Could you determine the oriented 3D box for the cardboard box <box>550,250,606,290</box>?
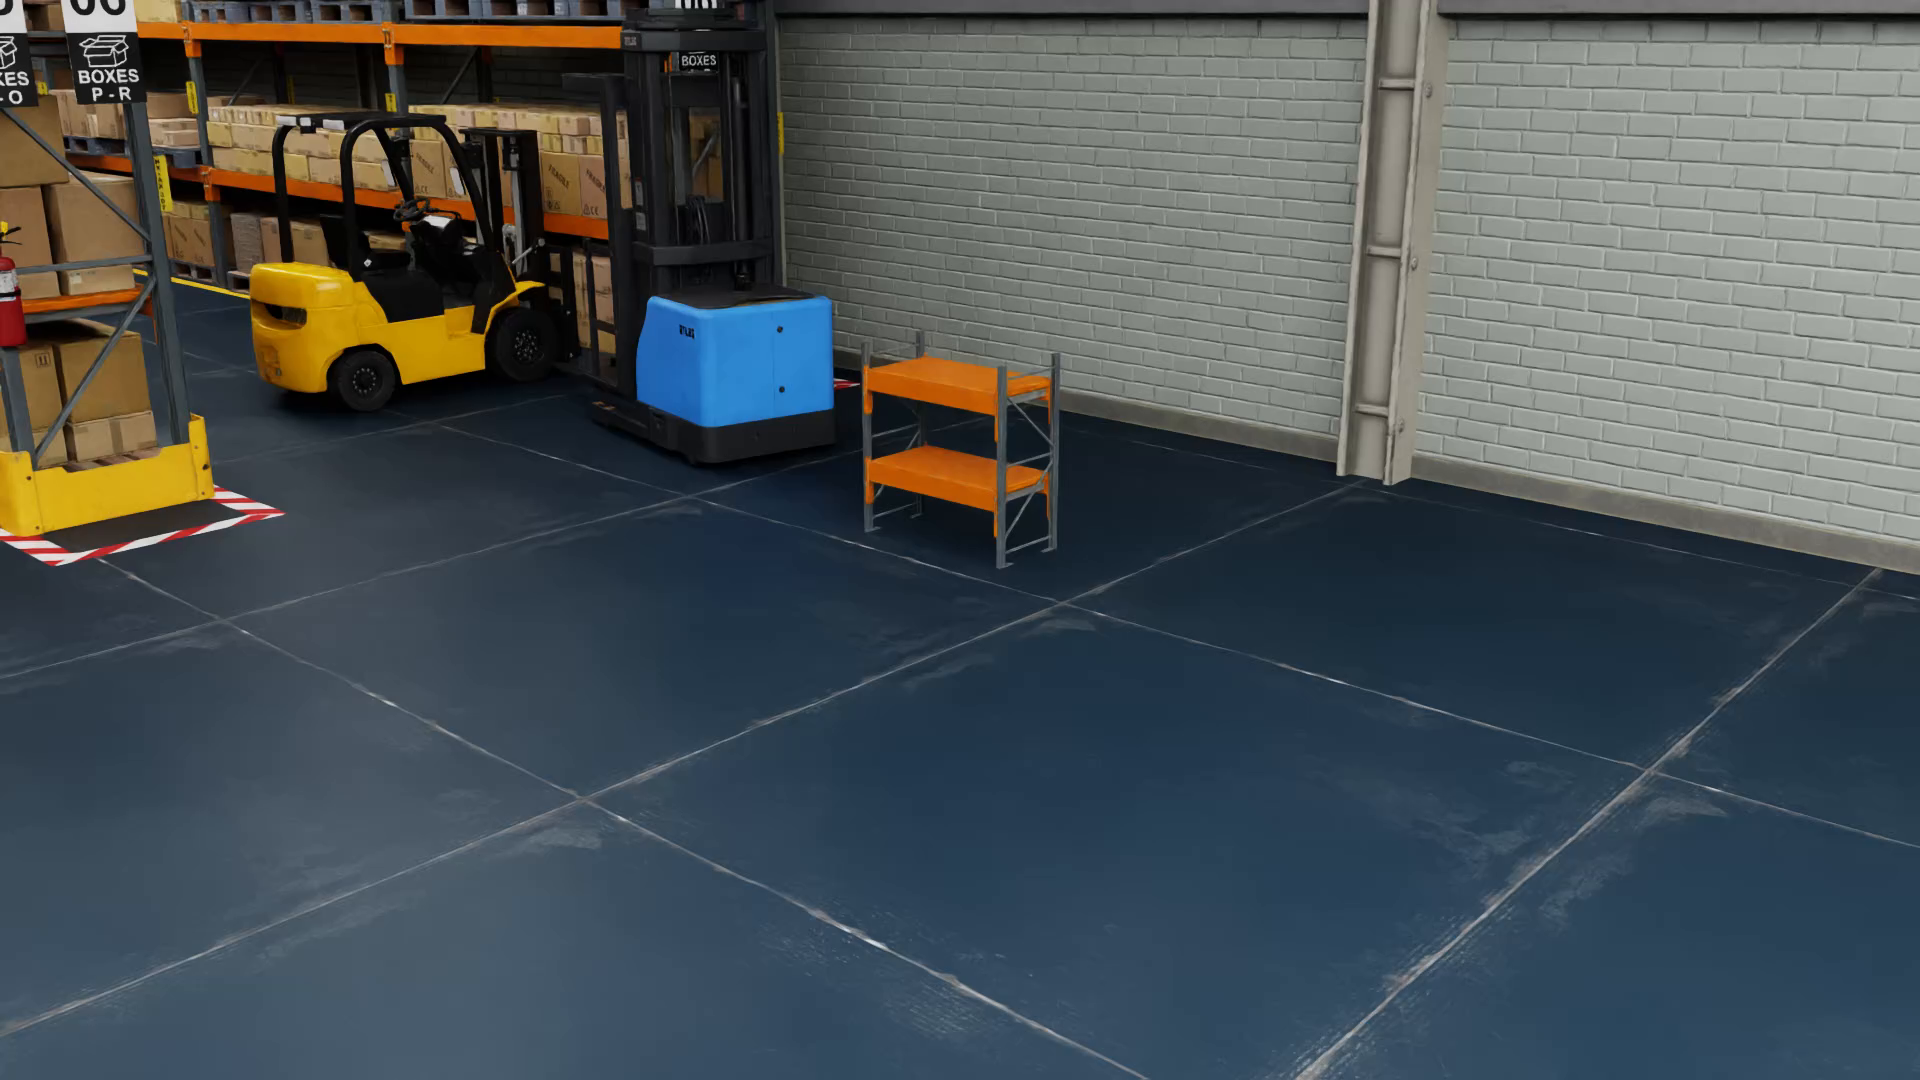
[{"bbox_3d":[-3.160,-2.304,14.111,0.500,0.250,0.500,15,23,40],"label":"cardboard box"}]

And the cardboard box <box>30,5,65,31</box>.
[{"bbox_3d":[-5.164,-3.042,9.694,0.250,0.149,0.380,15,23,39],"label":"cardboard box"}]

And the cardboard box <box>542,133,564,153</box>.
[{"bbox_3d":[-3.260,-3.331,13.910,0.250,0.149,0.380,15,23,40],"label":"cardboard box"}]

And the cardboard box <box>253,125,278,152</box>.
[{"bbox_3d":[-6.900,-4.134,17.101,0.500,0.250,0.500,14,23,38],"label":"cardboard box"}]

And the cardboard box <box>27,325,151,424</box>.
[{"bbox_3d":[-5.569,-1.068,10.629,0.500,0.500,0.500,14,22,37],"label":"cardboard box"}]

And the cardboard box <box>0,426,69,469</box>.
[{"bbox_3d":[-5.932,-0.588,10.356,0.500,0.250,0.500,15,23,39],"label":"cardboard box"}]

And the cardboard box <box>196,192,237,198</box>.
[{"bbox_3d":[-8.795,-4.023,19.696,0.250,0.149,0.380,14,23,38],"label":"cardboard box"}]

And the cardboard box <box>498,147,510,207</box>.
[{"bbox_3d":[-3.892,-3.216,14.621,0.500,0.500,0.500,15,23,39],"label":"cardboard box"}]

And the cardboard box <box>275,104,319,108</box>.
[{"bbox_3d":[-7.175,-4.632,18.010,0.250,0.149,0.380,16,23,41],"label":"cardboard box"}]

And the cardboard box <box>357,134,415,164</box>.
[{"bbox_3d":[-5.368,-3.726,15.816,0.500,0.250,0.500,14,23,38],"label":"cardboard box"}]

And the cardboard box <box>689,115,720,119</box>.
[{"bbox_3d":[-2.106,-3.397,13.629,0.250,0.149,0.380,16,24,41],"label":"cardboard box"}]

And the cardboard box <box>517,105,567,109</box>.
[{"bbox_3d":[-3.796,-3.876,15.135,0.250,0.149,0.380,14,23,38],"label":"cardboard box"}]

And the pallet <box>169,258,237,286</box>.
[{"bbox_3d":[-8.356,-3.151,19.192,1.213,0.211,1.003,15,23,39],"label":"pallet"}]

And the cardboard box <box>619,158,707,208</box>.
[{"bbox_3d":[-2.382,-2.803,13.318,0.500,0.500,0.500,14,23,38],"label":"cardboard box"}]

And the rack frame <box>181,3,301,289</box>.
[{"bbox_3d":[-7.823,-4.322,18.271,0.127,3.000,1.000,15,23,39],"label":"rack frame"}]

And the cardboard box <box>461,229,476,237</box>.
[{"bbox_3d":[-4.677,-2.717,15.411,0.500,0.250,0.500,15,23,38],"label":"cardboard box"}]

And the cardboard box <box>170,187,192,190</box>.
[{"bbox_3d":[-9.581,-4.223,20.325,0.250,0.149,0.380,16,24,41],"label":"cardboard box"}]

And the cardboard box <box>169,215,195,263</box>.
[{"bbox_3d":[-8.649,-3.470,19.024,0.500,0.500,0.500,15,23,38],"label":"cardboard box"}]

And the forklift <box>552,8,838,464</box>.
[{"bbox_3d":[-2.118,-2.289,11.979,1.130,2.935,3.031,-12,21,-34],"label":"forklift"}]

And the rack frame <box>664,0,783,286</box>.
[{"bbox_3d":[-1.839,-2.716,13.209,0.127,3.000,1.000,15,23,39],"label":"rack frame"}]

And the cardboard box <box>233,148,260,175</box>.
[{"bbox_3d":[-7.280,-4.004,17.517,0.500,0.250,0.500,14,23,38],"label":"cardboard box"}]

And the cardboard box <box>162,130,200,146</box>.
[{"bbox_3d":[-8.569,-4.447,18.387,0.250,0.149,0.380,16,23,40],"label":"cardboard box"}]

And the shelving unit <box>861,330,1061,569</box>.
[{"bbox_3d":[-0.005,-0.538,9.446,1.048,1.125,0.538,15,23,39],"label":"shelving unit"}]

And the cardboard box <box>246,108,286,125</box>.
[{"bbox_3d":[-7.166,-4.399,17.277,0.250,0.149,0.380,15,23,40],"label":"cardboard box"}]

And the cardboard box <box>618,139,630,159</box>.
[{"bbox_3d":[-2.495,-3.123,13.256,0.250,0.149,0.380,16,23,40],"label":"cardboard box"}]

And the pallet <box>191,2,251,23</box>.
[{"bbox_3d":[-7.256,-5.545,17.480,1.003,0.211,1.213,16,24,42],"label":"pallet"}]

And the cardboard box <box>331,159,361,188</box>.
[{"bbox_3d":[-5.761,-3.589,16.209,0.500,0.250,0.500,15,23,39],"label":"cardboard box"}]

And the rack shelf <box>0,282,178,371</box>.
[{"bbox_3d":[-6.627,-1.650,11.043,4.000,0.370,1.077,15,23,39],"label":"rack shelf"}]

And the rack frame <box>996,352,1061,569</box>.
[{"bbox_3d":[0.375,-0.435,9.124,0.032,1.125,0.500,15,23,39],"label":"rack frame"}]

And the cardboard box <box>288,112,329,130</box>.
[{"bbox_3d":[-6.459,-4.179,16.584,0.250,0.149,0.380,14,23,38],"label":"cardboard box"}]

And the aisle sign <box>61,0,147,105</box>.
[{"bbox_3d":[-4.879,-2.889,9.457,0.004,0.787,0.394,15,23,39],"label":"aisle sign"}]

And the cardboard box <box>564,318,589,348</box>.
[{"bbox_3d":[-3.134,-1.832,14.278,0.500,0.250,0.500,15,23,40],"label":"cardboard box"}]

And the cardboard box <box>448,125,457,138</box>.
[{"bbox_3d":[-4.359,-3.654,14.930,0.250,0.149,0.380,15,23,39],"label":"cardboard box"}]

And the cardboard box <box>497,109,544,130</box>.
[{"bbox_3d":[-3.773,-3.645,14.410,0.250,0.149,0.380,15,23,39],"label":"cardboard box"}]

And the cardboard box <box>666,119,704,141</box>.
[{"bbox_3d":[-2.247,-3.238,13.128,0.250,0.149,0.380,15,23,39],"label":"cardboard box"}]

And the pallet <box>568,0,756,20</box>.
[{"bbox_3d":[-2.351,-4.251,13.235,1.213,0.211,1.003,15,23,39],"label":"pallet"}]

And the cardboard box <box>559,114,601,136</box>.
[{"bbox_3d":[-3.071,-3.421,13.704,0.250,0.149,0.380,16,23,41],"label":"cardboard box"}]

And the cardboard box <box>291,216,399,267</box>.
[{"bbox_3d":[-6.368,-2.997,17.328,0.625,0.625,0.875,14,22,37],"label":"cardboard box"}]

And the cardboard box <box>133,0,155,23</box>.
[{"bbox_3d":[-8.744,-5.829,18.309,0.500,0.250,0.500,15,23,39],"label":"cardboard box"}]

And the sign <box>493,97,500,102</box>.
[{"bbox_3d":[-4.464,-4.095,15.994,0.005,0.325,0.100,15,23,39],"label":"sign"}]

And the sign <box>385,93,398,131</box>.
[{"bbox_3d":[-5.184,-3.908,15.184,0.005,0.325,0.100,15,23,39],"label":"sign"}]

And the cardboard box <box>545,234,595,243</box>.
[{"bbox_3d":[-3.576,-2.627,15.128,0.500,0.250,0.500,15,23,40],"label":"cardboard box"}]

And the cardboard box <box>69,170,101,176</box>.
[{"bbox_3d":[-5.691,-2.042,10.431,0.500,0.500,0.500,16,24,41],"label":"cardboard box"}]

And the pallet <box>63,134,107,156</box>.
[{"bbox_3d":[-10.289,-4.848,20.247,1.213,0.211,1.003,15,23,39],"label":"pallet"}]

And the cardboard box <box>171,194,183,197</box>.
[{"bbox_3d":[-9.333,-3.954,19.478,0.250,0.149,0.380,14,22,37],"label":"cardboard box"}]

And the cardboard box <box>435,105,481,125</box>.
[{"bbox_3d":[-4.522,-3.858,15.080,0.250,0.149,0.380,15,23,40],"label":"cardboard box"}]

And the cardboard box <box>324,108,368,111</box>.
[{"bbox_3d":[-6.406,-4.431,17.378,0.250,0.149,0.380,15,23,38],"label":"cardboard box"}]

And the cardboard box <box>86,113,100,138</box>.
[{"bbox_3d":[-10.030,-4.895,19.606,0.258,0.266,0.396,17,24,42],"label":"cardboard box"}]

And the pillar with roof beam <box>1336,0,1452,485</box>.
[{"bbox_3d":[-0.132,-3.740,6.520,0.400,9.000,9.100,15,23,39],"label":"pillar with roof beam"}]

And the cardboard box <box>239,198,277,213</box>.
[{"bbox_3d":[-8.006,-3.815,19.039,0.250,0.149,0.380,17,24,42],"label":"cardboard box"}]

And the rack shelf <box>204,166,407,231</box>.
[{"bbox_3d":[-6.327,-3.577,17.114,4.000,0.370,1.077,15,23,39],"label":"rack shelf"}]

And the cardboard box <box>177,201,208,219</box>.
[{"bbox_3d":[-8.585,-3.729,18.770,0.250,0.149,0.380,14,22,36],"label":"cardboard box"}]

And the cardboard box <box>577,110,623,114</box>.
[{"bbox_3d":[-3.086,-3.647,14.415,0.250,0.149,0.380,15,23,40],"label":"cardboard box"}]
